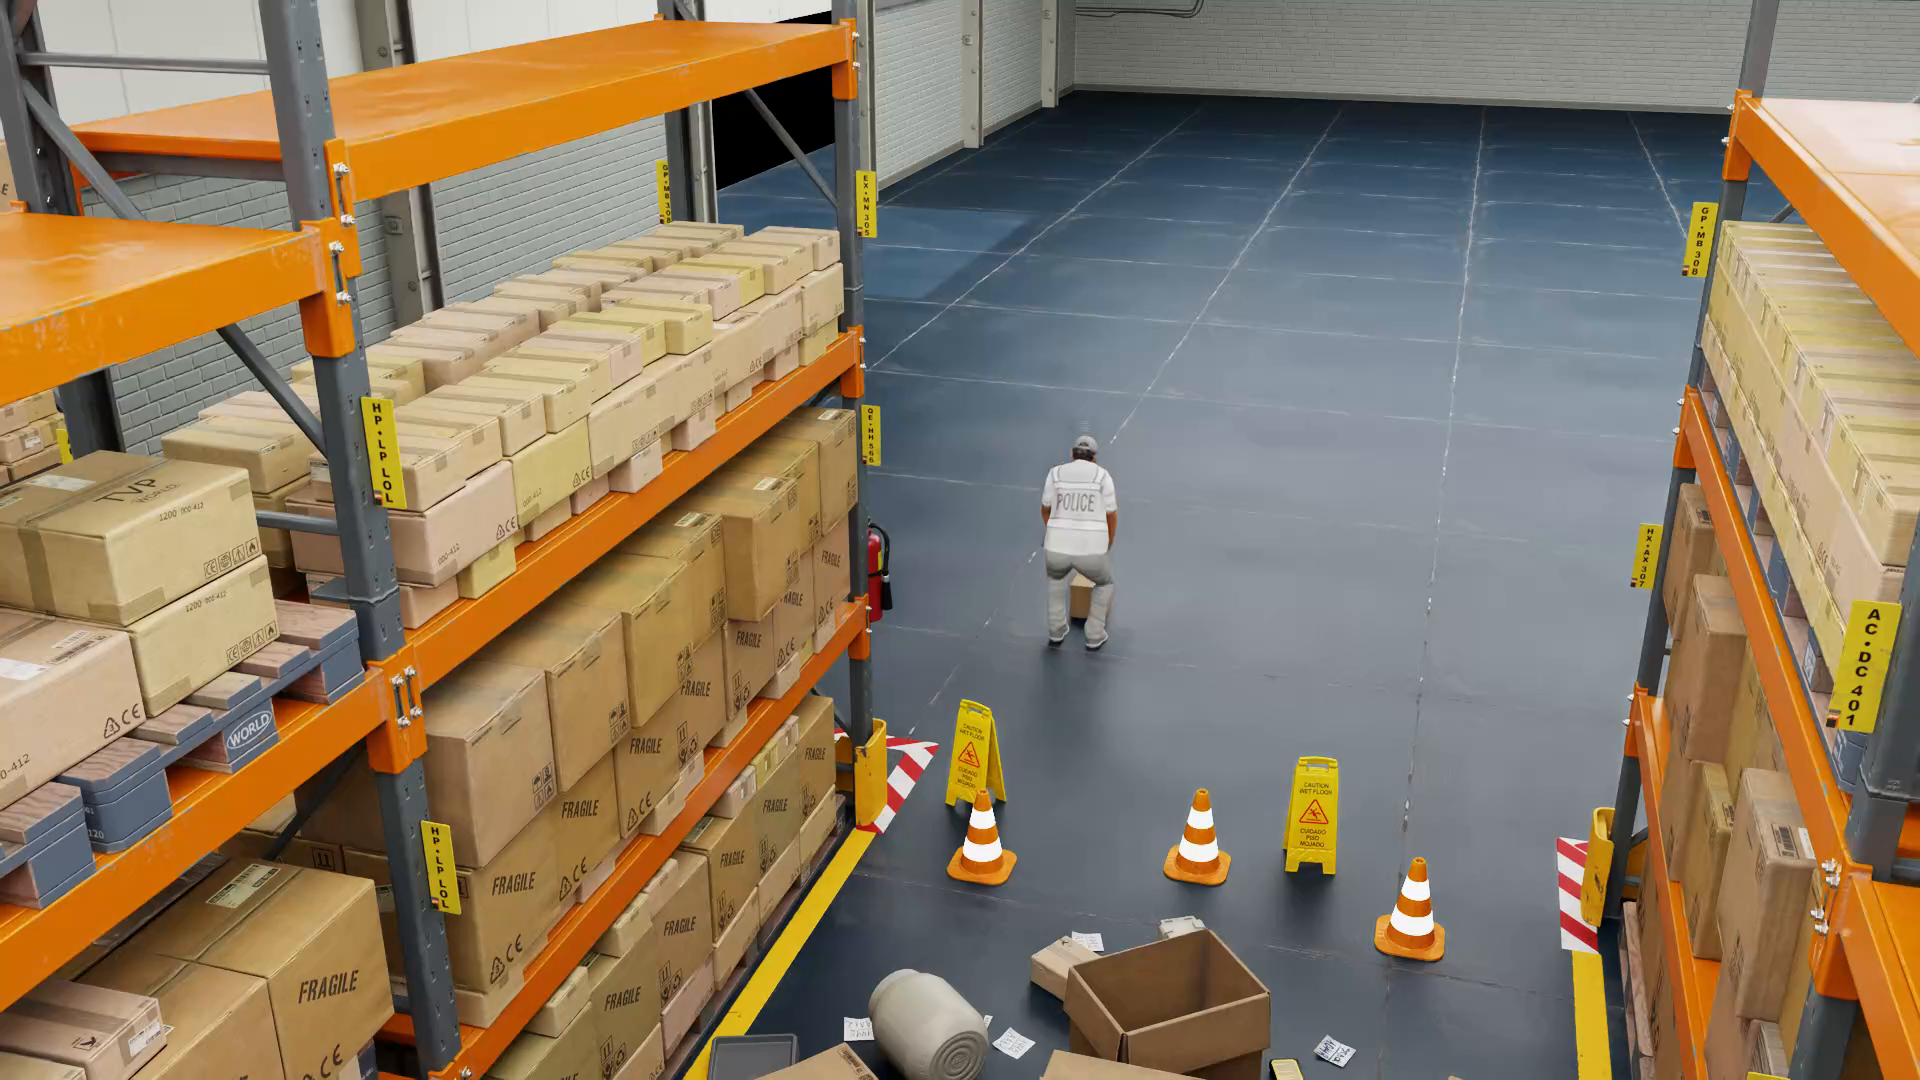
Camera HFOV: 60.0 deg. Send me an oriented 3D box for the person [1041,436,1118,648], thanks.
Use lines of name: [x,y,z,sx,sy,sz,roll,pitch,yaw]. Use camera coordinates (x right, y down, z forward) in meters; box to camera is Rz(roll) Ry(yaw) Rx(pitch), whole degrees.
person: [0.792,0.027,11.381,0.533,1.406,0.710,7,23,16]
